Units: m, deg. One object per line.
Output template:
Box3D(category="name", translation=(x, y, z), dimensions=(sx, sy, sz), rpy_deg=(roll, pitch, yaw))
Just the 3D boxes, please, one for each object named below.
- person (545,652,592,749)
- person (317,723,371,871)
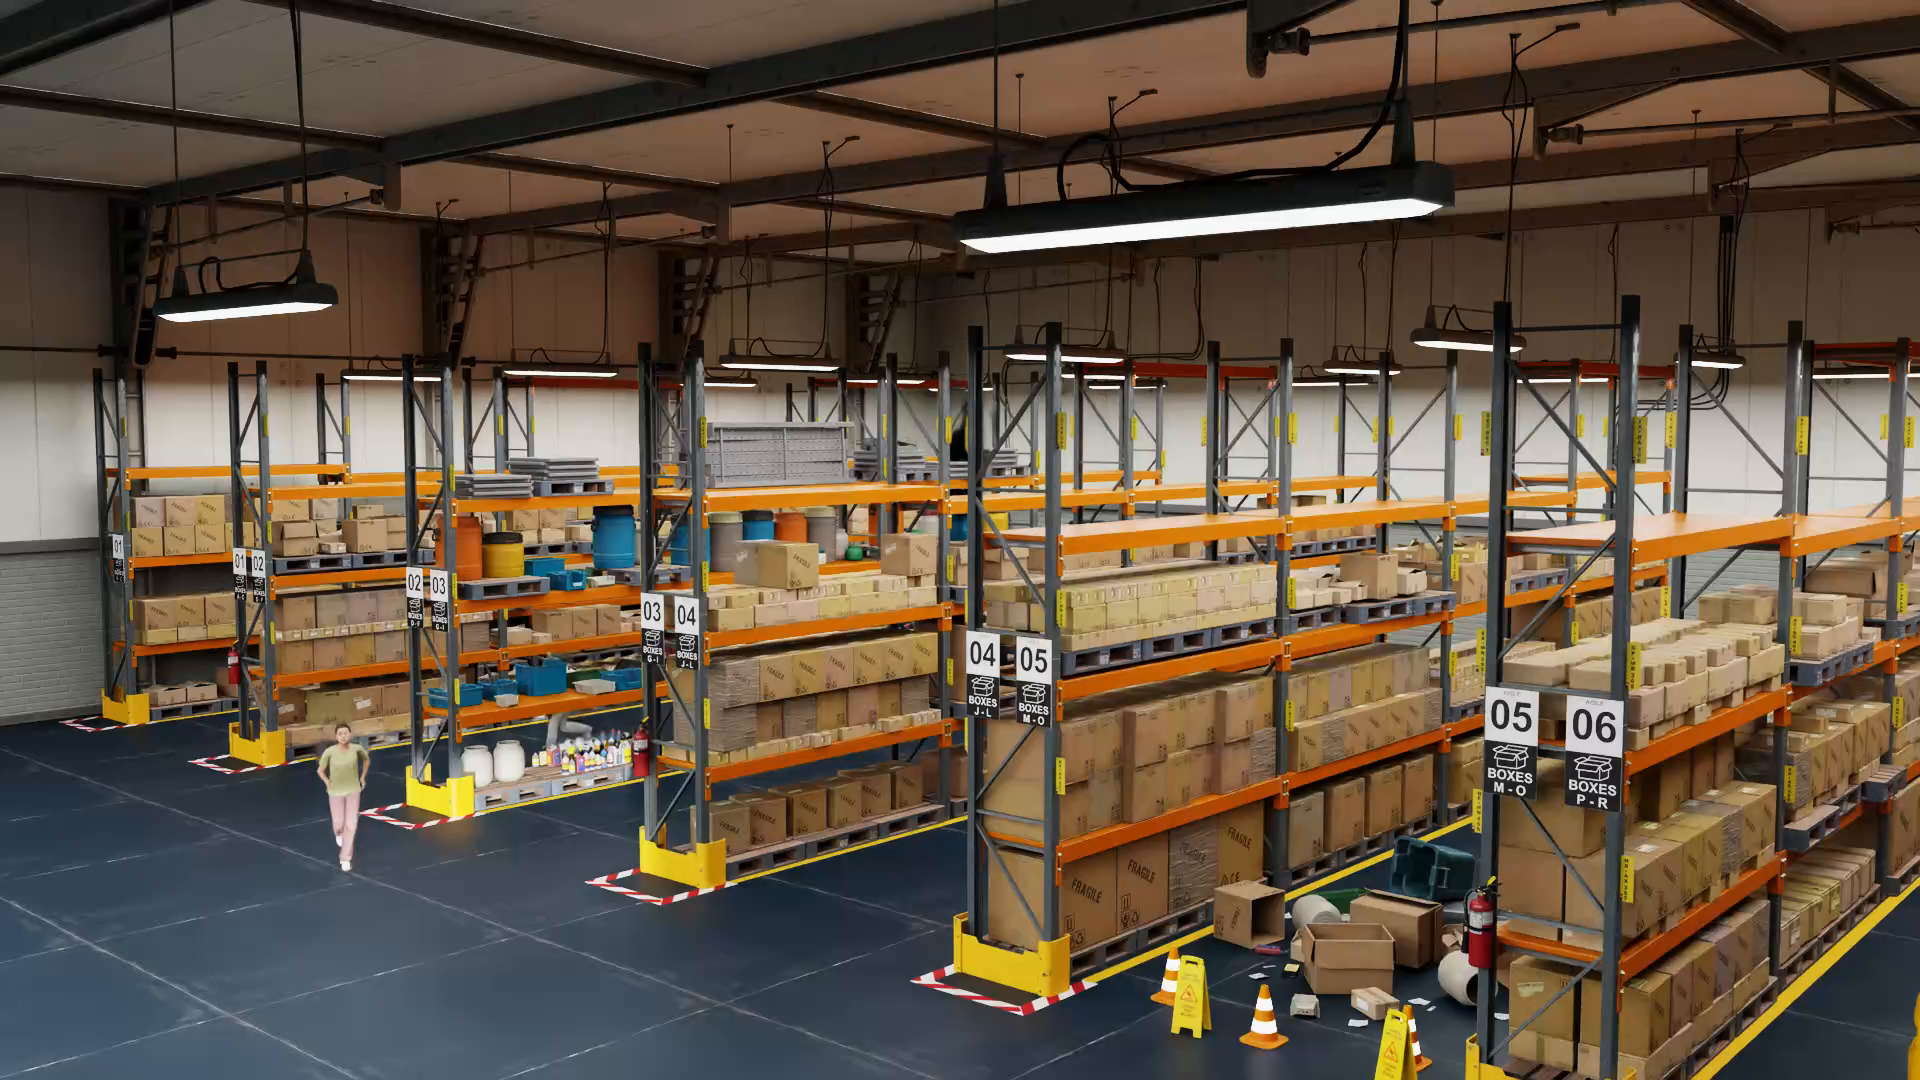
Box3D(category="person", translation=(-6.007, 2.500, 25.270), dimensions=(0.575, 1.685, 1.006), rpy_deg=(4, 6, 43))
Box3D(category="person", translation=(-7.143, 2.944, 19.313), dimensions=(0.589, 1.666, 0.797), rpy_deg=(-2, 5, -23))
